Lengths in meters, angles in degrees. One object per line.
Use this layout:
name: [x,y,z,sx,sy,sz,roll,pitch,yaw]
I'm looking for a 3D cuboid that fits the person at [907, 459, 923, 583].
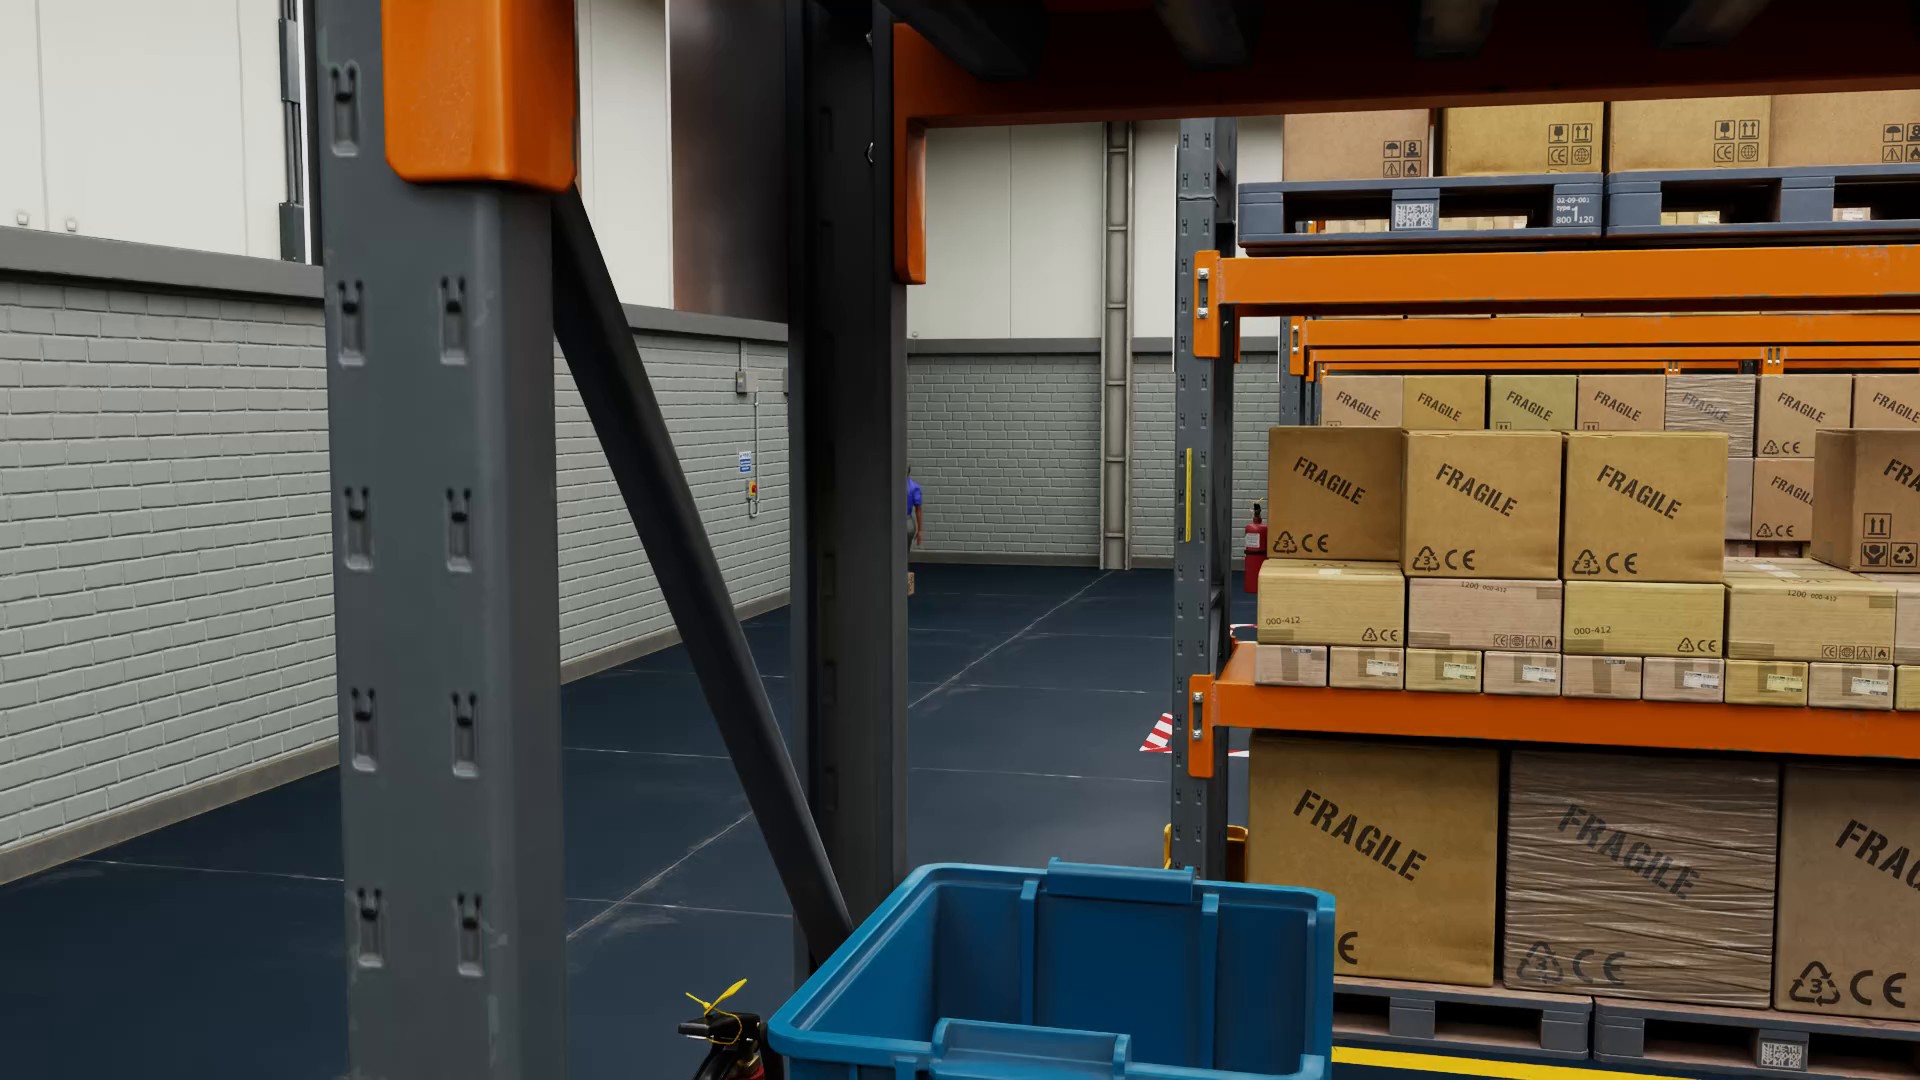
person: [-0.679,-0.132,18.884,0.449,1.611,0.887,-3,6,-27]
